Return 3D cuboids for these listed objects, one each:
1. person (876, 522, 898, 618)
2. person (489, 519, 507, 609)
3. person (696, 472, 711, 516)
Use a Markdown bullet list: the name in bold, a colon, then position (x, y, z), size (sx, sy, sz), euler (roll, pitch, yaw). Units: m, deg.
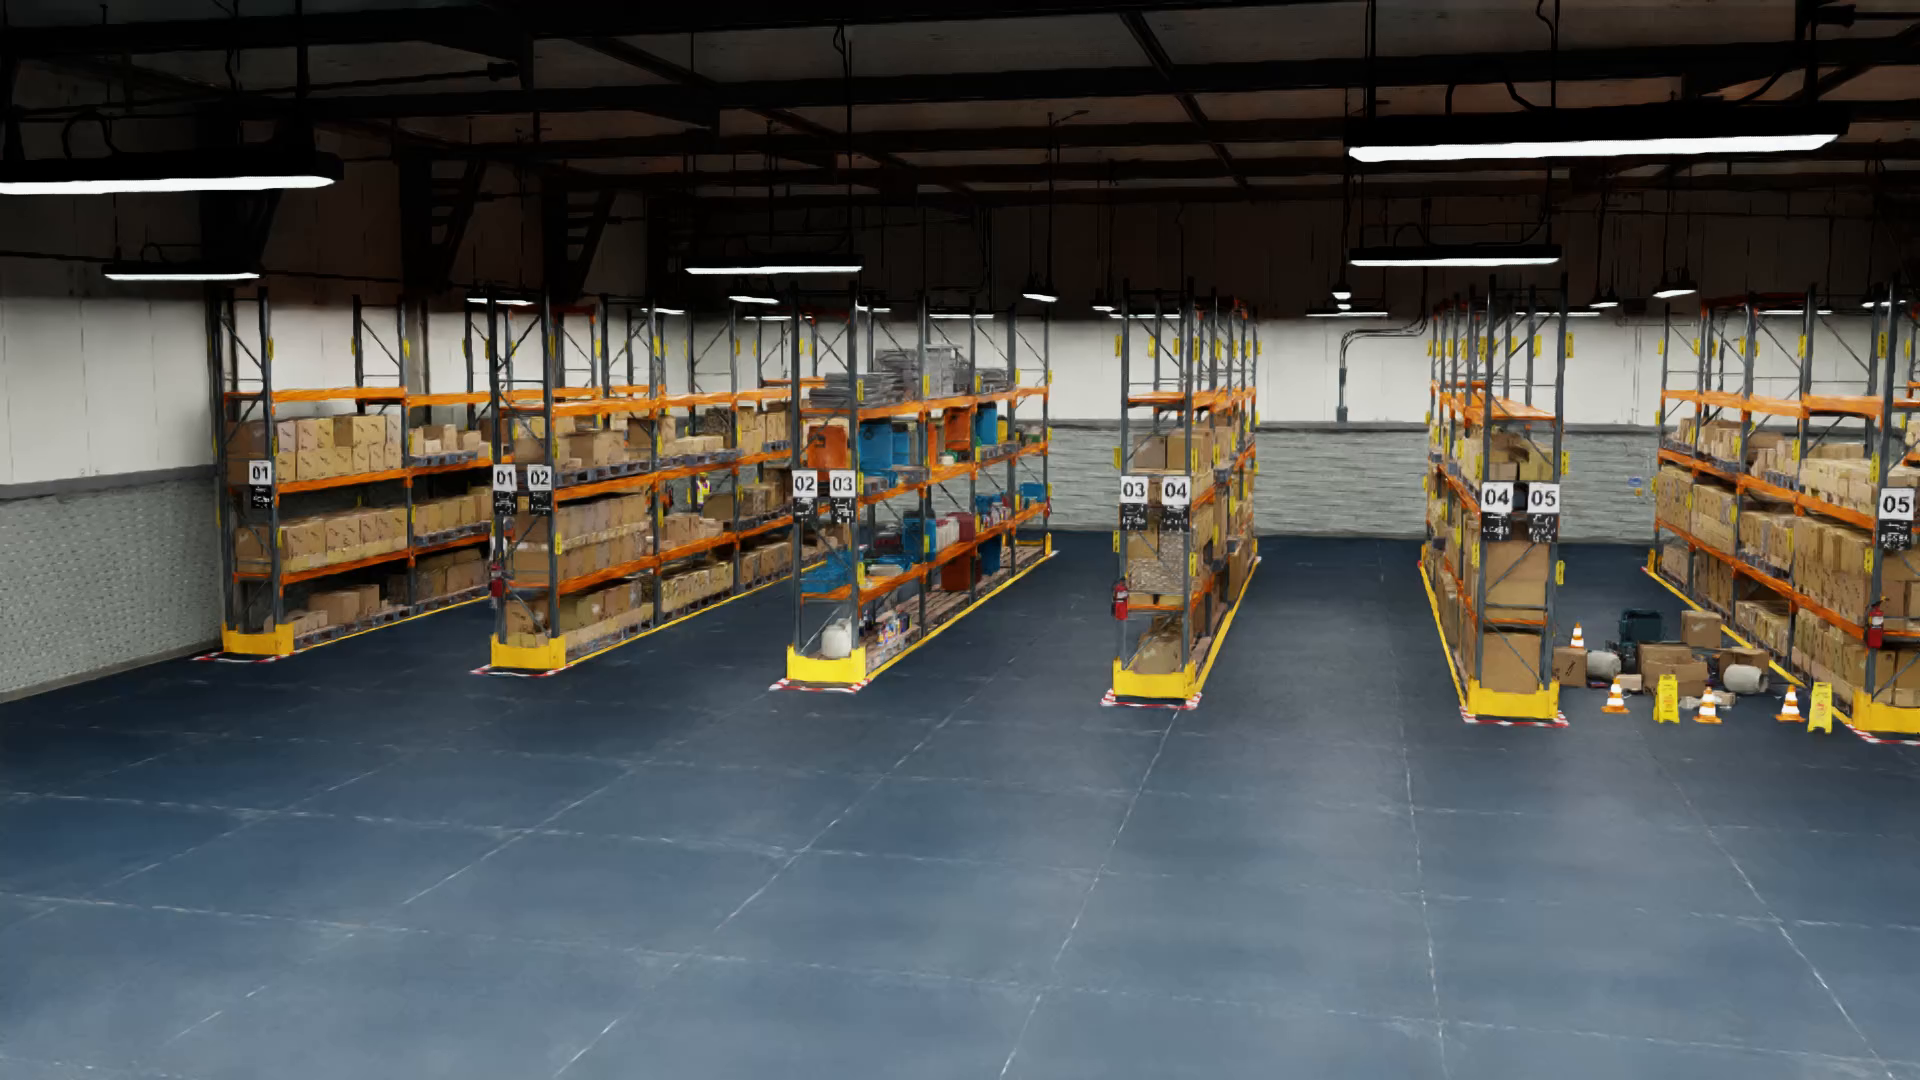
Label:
- **person**: position (-1.322, 0.556, 31.088), size (0.437, 1.769, 0.581), euler (3, 7, 25)
- **person**: position (-8.851, 0.423, 32.084), size (0.464, 1.772, 0.645), euler (-1, 7, -12)
- **person**: position (-6.842, -1.008, 44.612), size (0.734, 1.754, 0.569), euler (-5, 8, -39)
